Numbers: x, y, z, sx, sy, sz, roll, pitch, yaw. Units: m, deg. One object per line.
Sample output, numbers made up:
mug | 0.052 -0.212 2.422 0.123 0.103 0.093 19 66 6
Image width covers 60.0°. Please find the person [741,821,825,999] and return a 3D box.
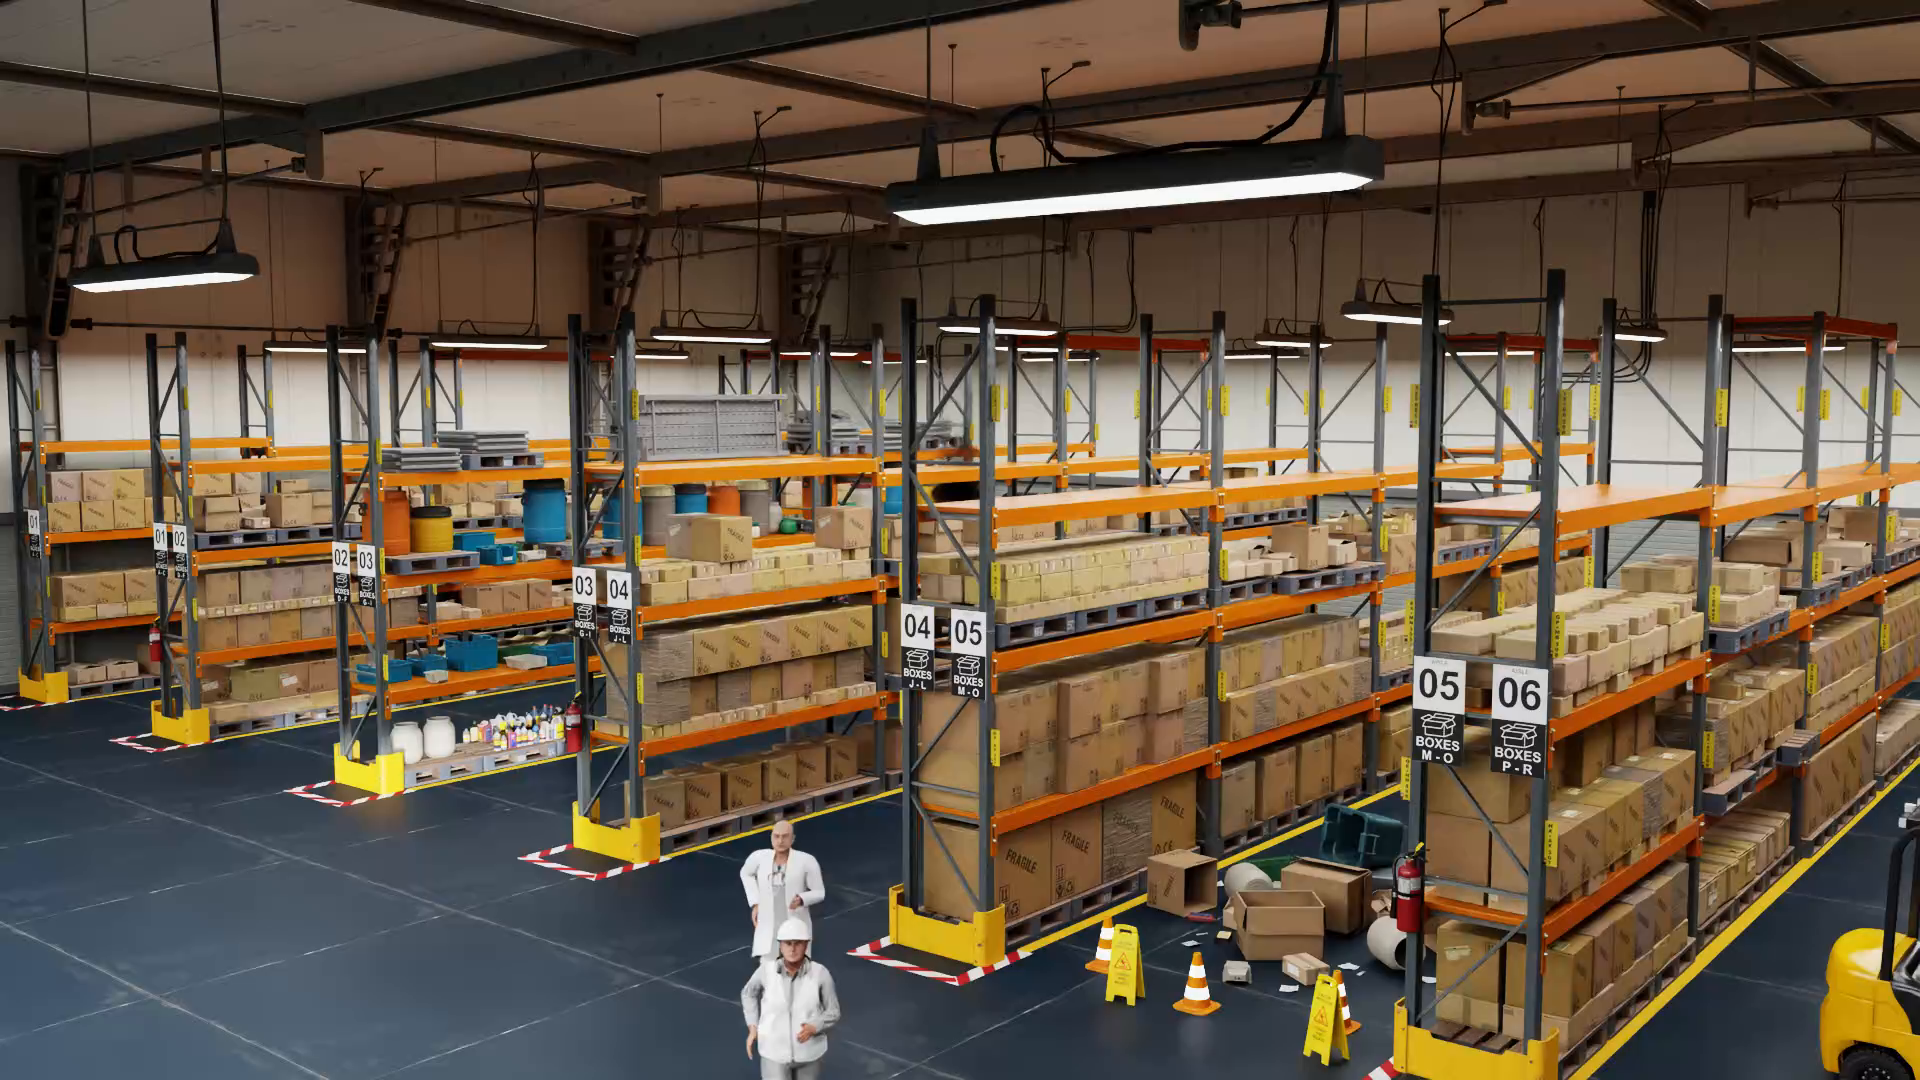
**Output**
person | -1.409 3.111 13.104 0.696 1.812 0.782 0 5 0

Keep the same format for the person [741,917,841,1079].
person | -1.086 3.321 10.728 0.637 1.751 0.670 -1 5 -8

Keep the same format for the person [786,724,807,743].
person | -2.267 2.273 22.819 0.564 1.754 0.794 4 6 36
